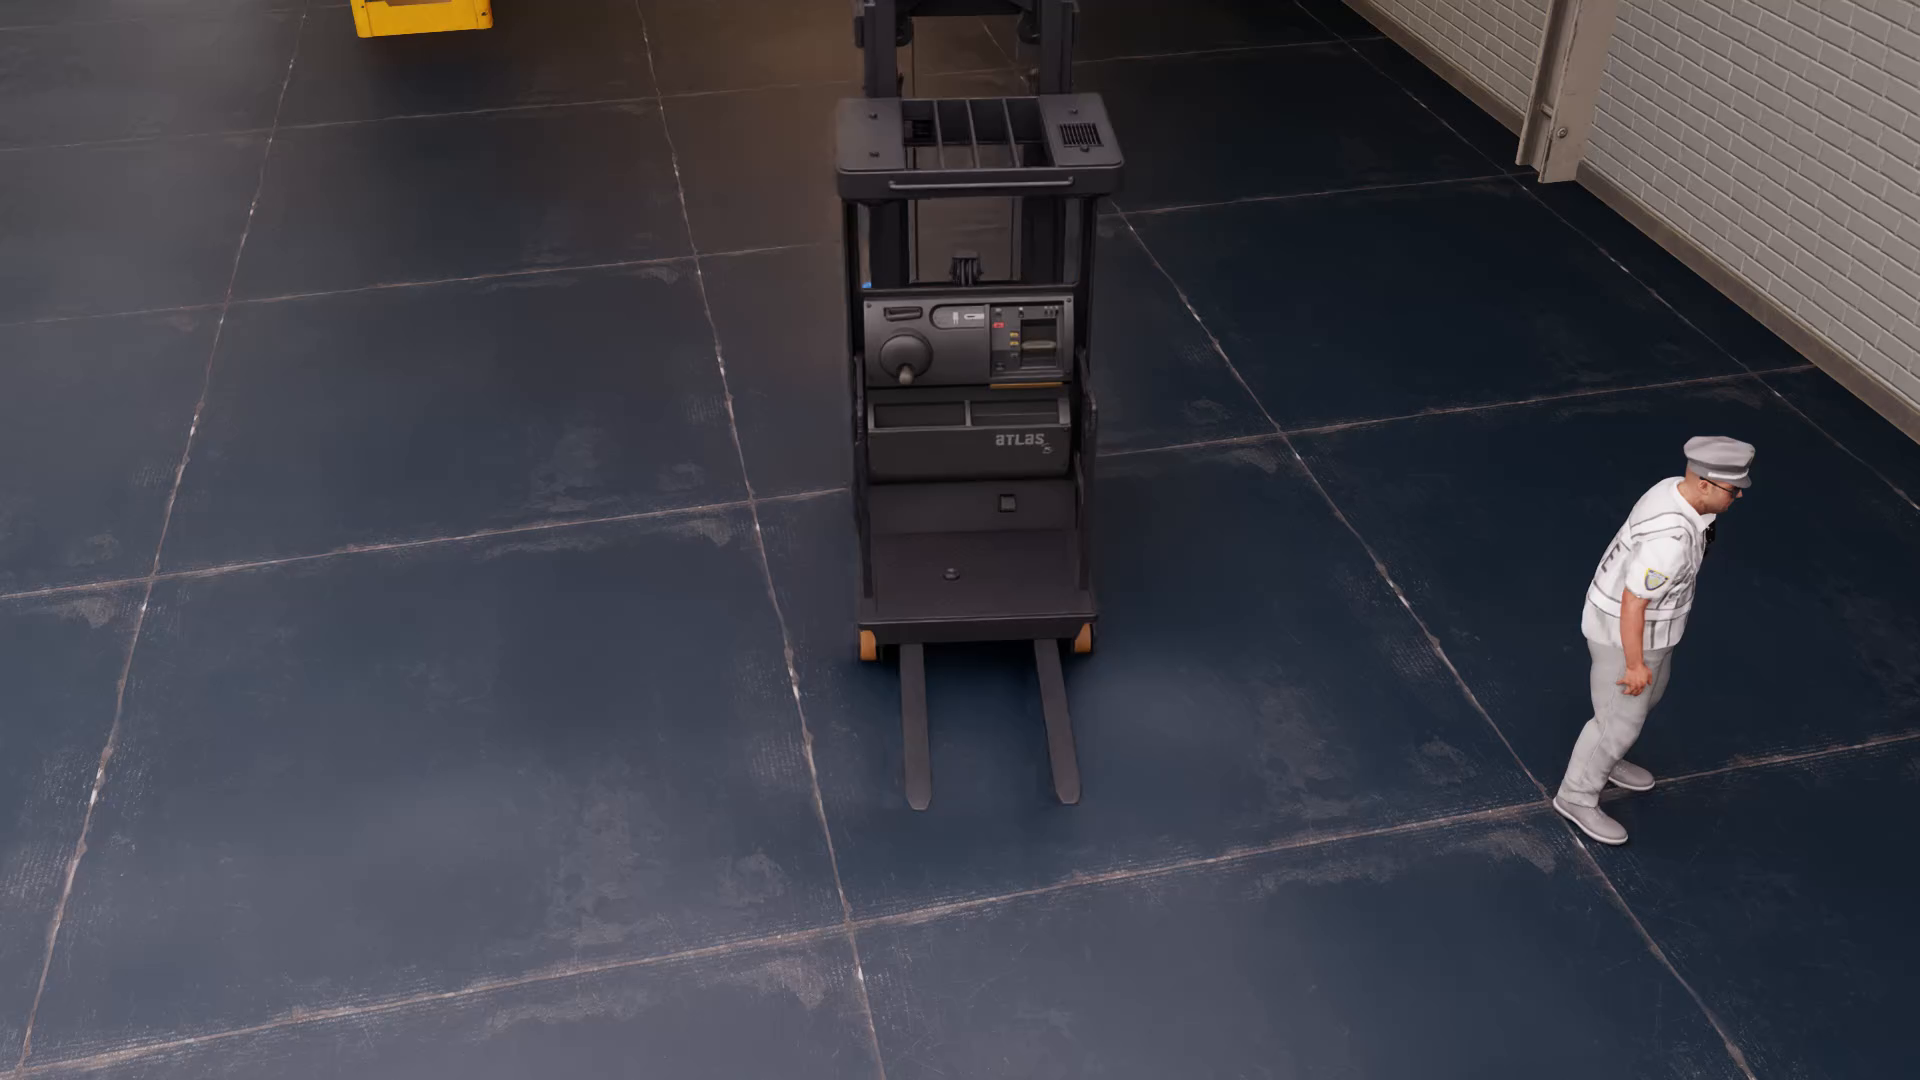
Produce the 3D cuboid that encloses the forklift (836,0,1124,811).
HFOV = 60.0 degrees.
[{"bbox_3d":[0.056,-0.820,7.190,1.130,2.935,3.031,-2,36,-3],"label":"forklift"}]

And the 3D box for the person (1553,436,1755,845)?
[{"bbox_3d":[2.691,0.352,6.574,0.443,1.747,0.604,20,40,26],"label":"person"}]
